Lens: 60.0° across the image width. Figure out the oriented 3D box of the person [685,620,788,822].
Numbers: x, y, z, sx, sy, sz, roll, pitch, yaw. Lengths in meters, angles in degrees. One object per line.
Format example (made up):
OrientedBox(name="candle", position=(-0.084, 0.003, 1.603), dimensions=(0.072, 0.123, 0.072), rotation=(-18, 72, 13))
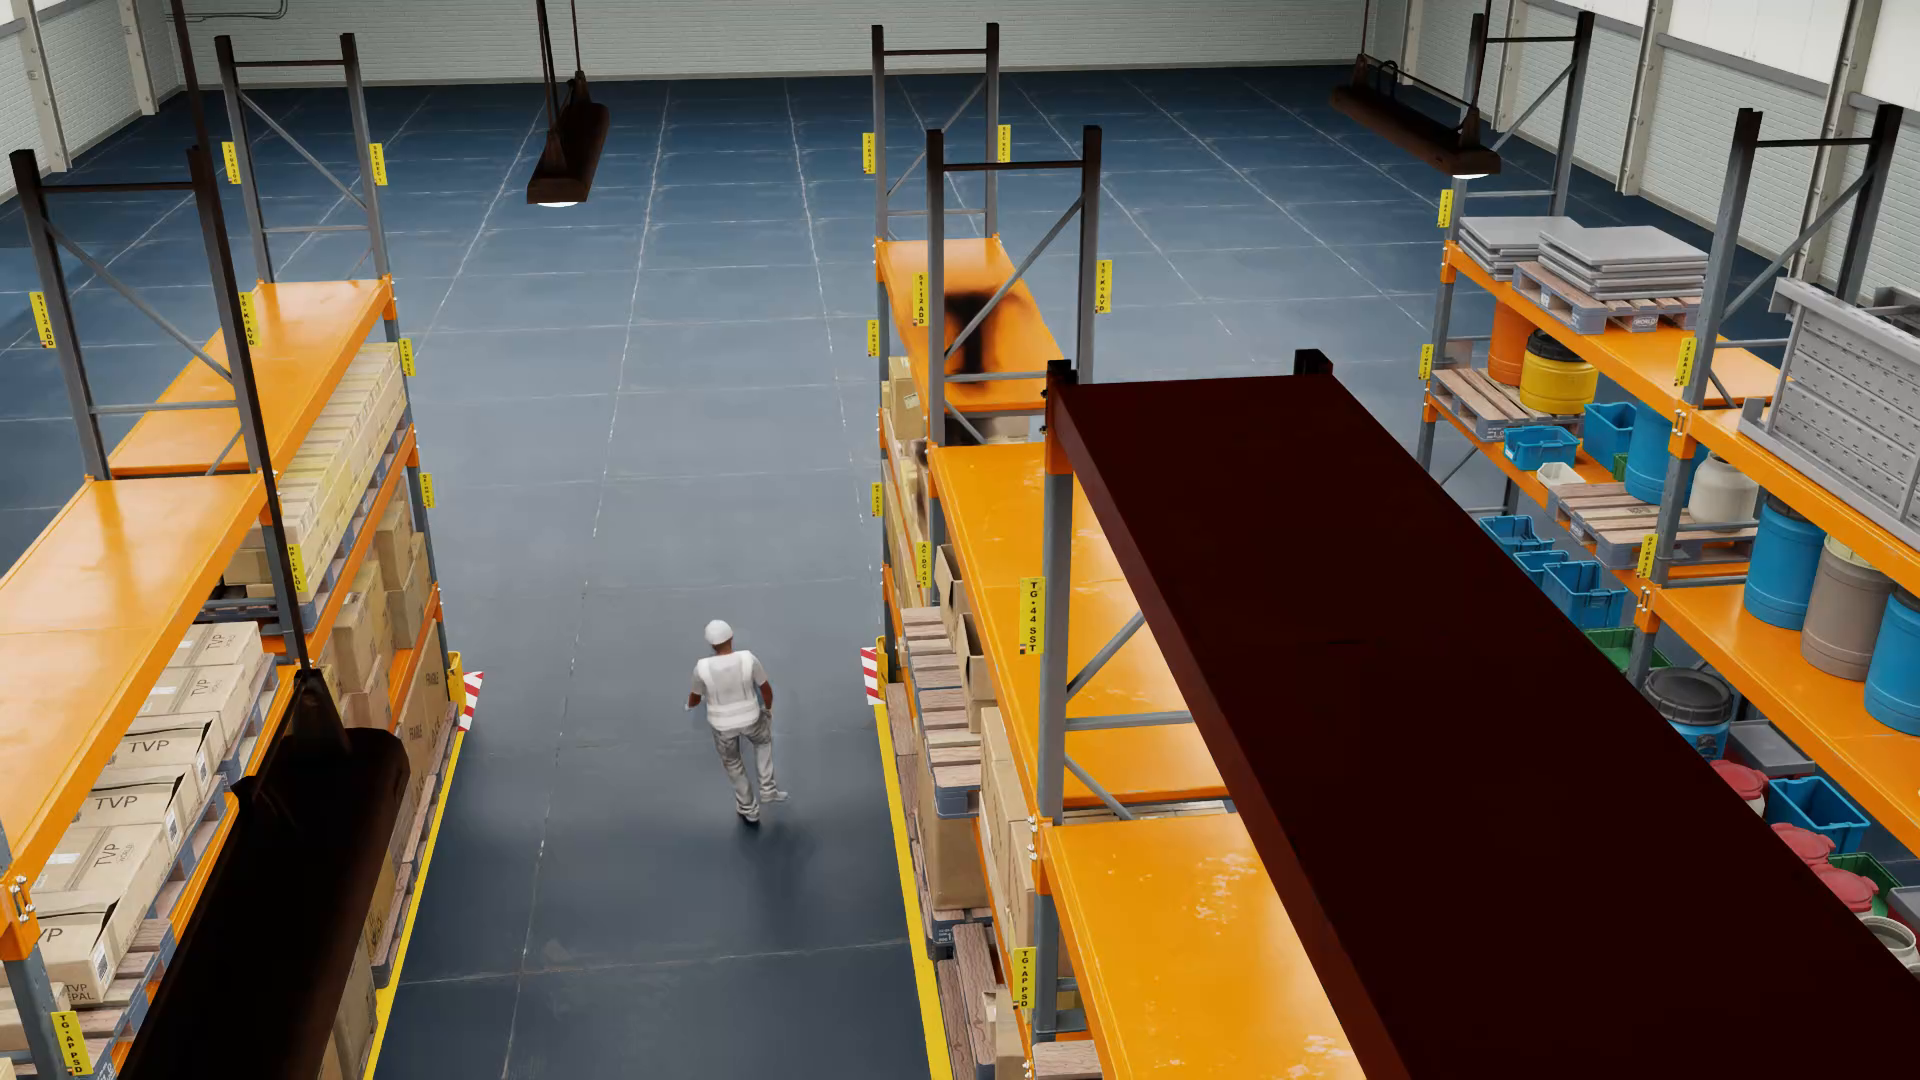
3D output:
OrientedBox(name="person", position=(-1.823, 1.403, 13.503), dimensions=(0.739, 1.716, 0.645), rotation=(-8, 27, -17))
